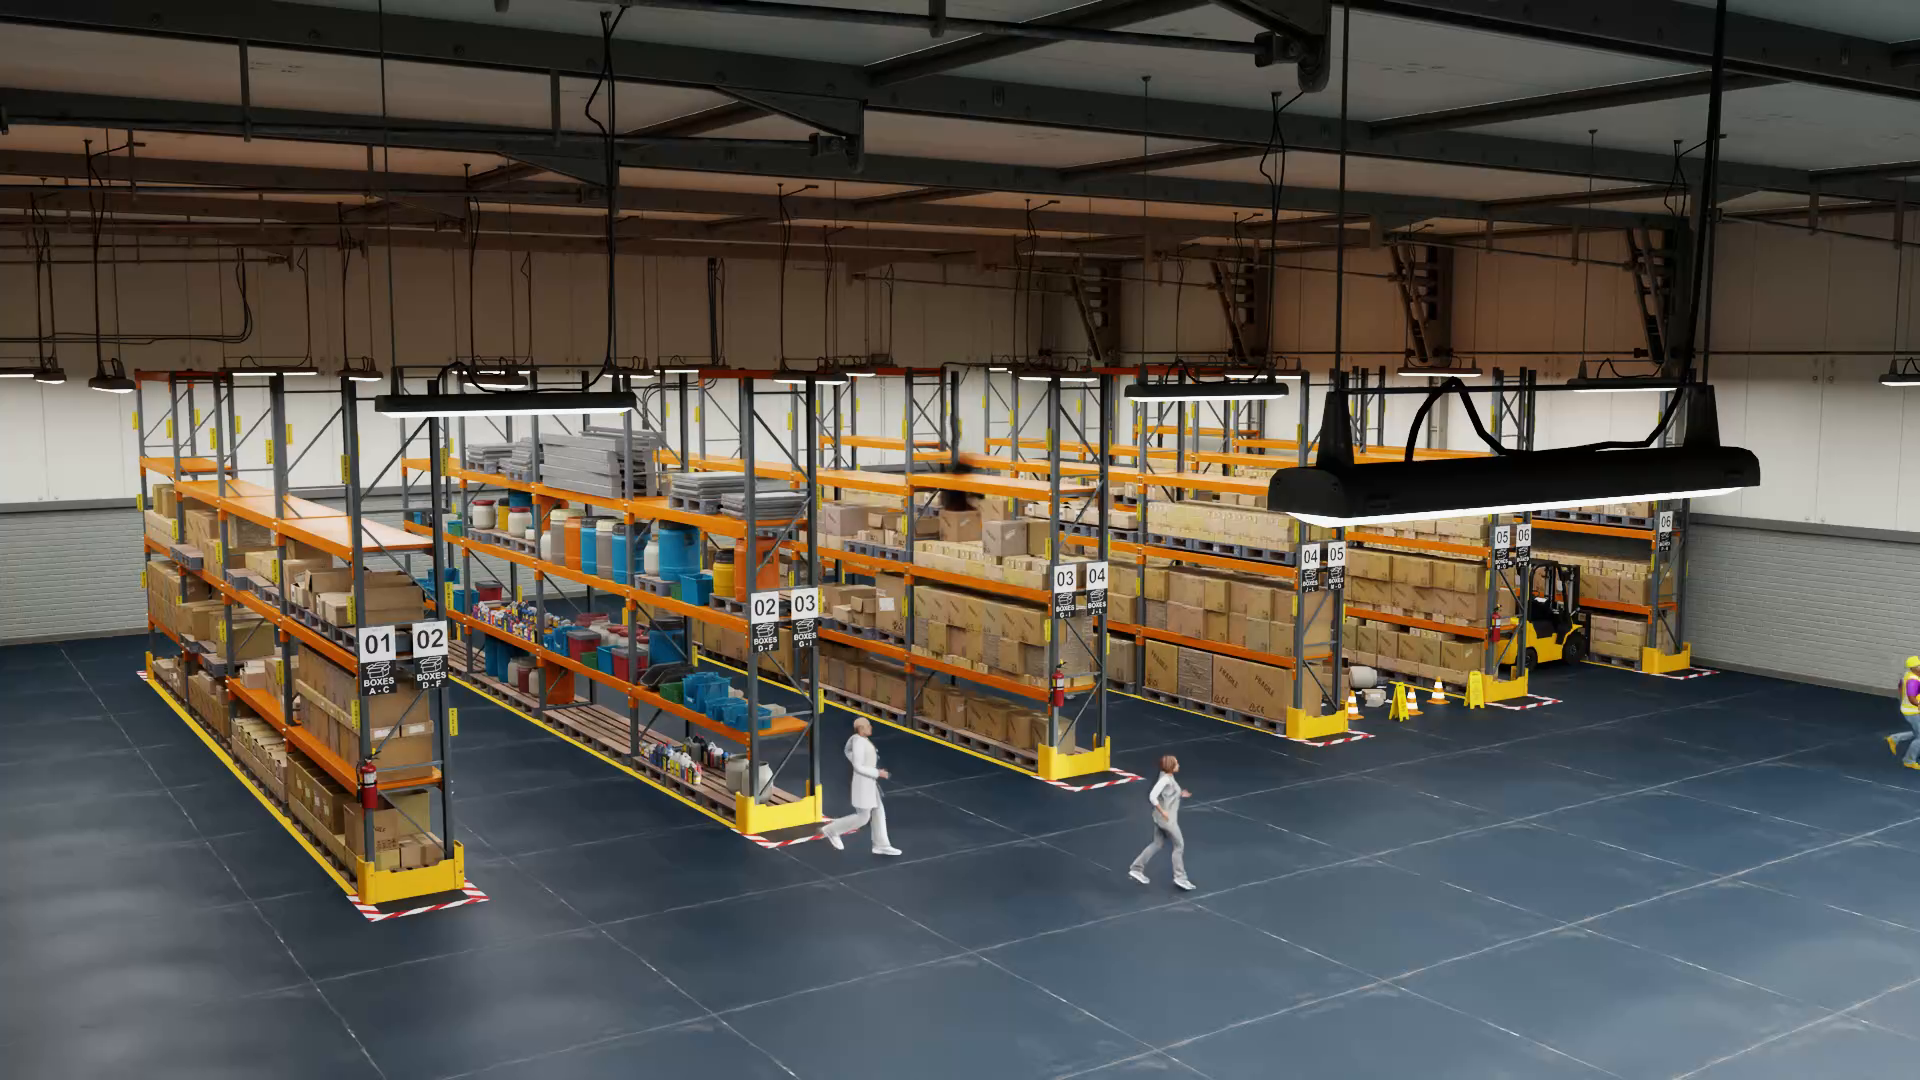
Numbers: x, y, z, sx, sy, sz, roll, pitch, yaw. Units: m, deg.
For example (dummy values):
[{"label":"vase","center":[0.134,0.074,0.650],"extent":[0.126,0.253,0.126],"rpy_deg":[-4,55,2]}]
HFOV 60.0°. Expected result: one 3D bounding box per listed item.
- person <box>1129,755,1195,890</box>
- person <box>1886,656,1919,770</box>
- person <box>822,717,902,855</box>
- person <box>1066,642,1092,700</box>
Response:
[{"label":"person","center":[2.389,3.326,19.636],"extent":[0.792,1.629,0.519],"rpy_deg":[-1,6,-5]},{"label":"person","center":[14.523,2.623,25.381],"extent":[0.612,1.726,0.736],"rpy_deg":[3,7,23]},{"label":"person","center":[-1.240,3.130,20.886],"extent":[0.992,1.660,0.726],"rpy_deg":[0,6,1]},{"label":"person","center":[2.118,2.088,30.265],"extent":[0.569,1.647,0.642],"rpy_deg":[-5,8,-35]}]
